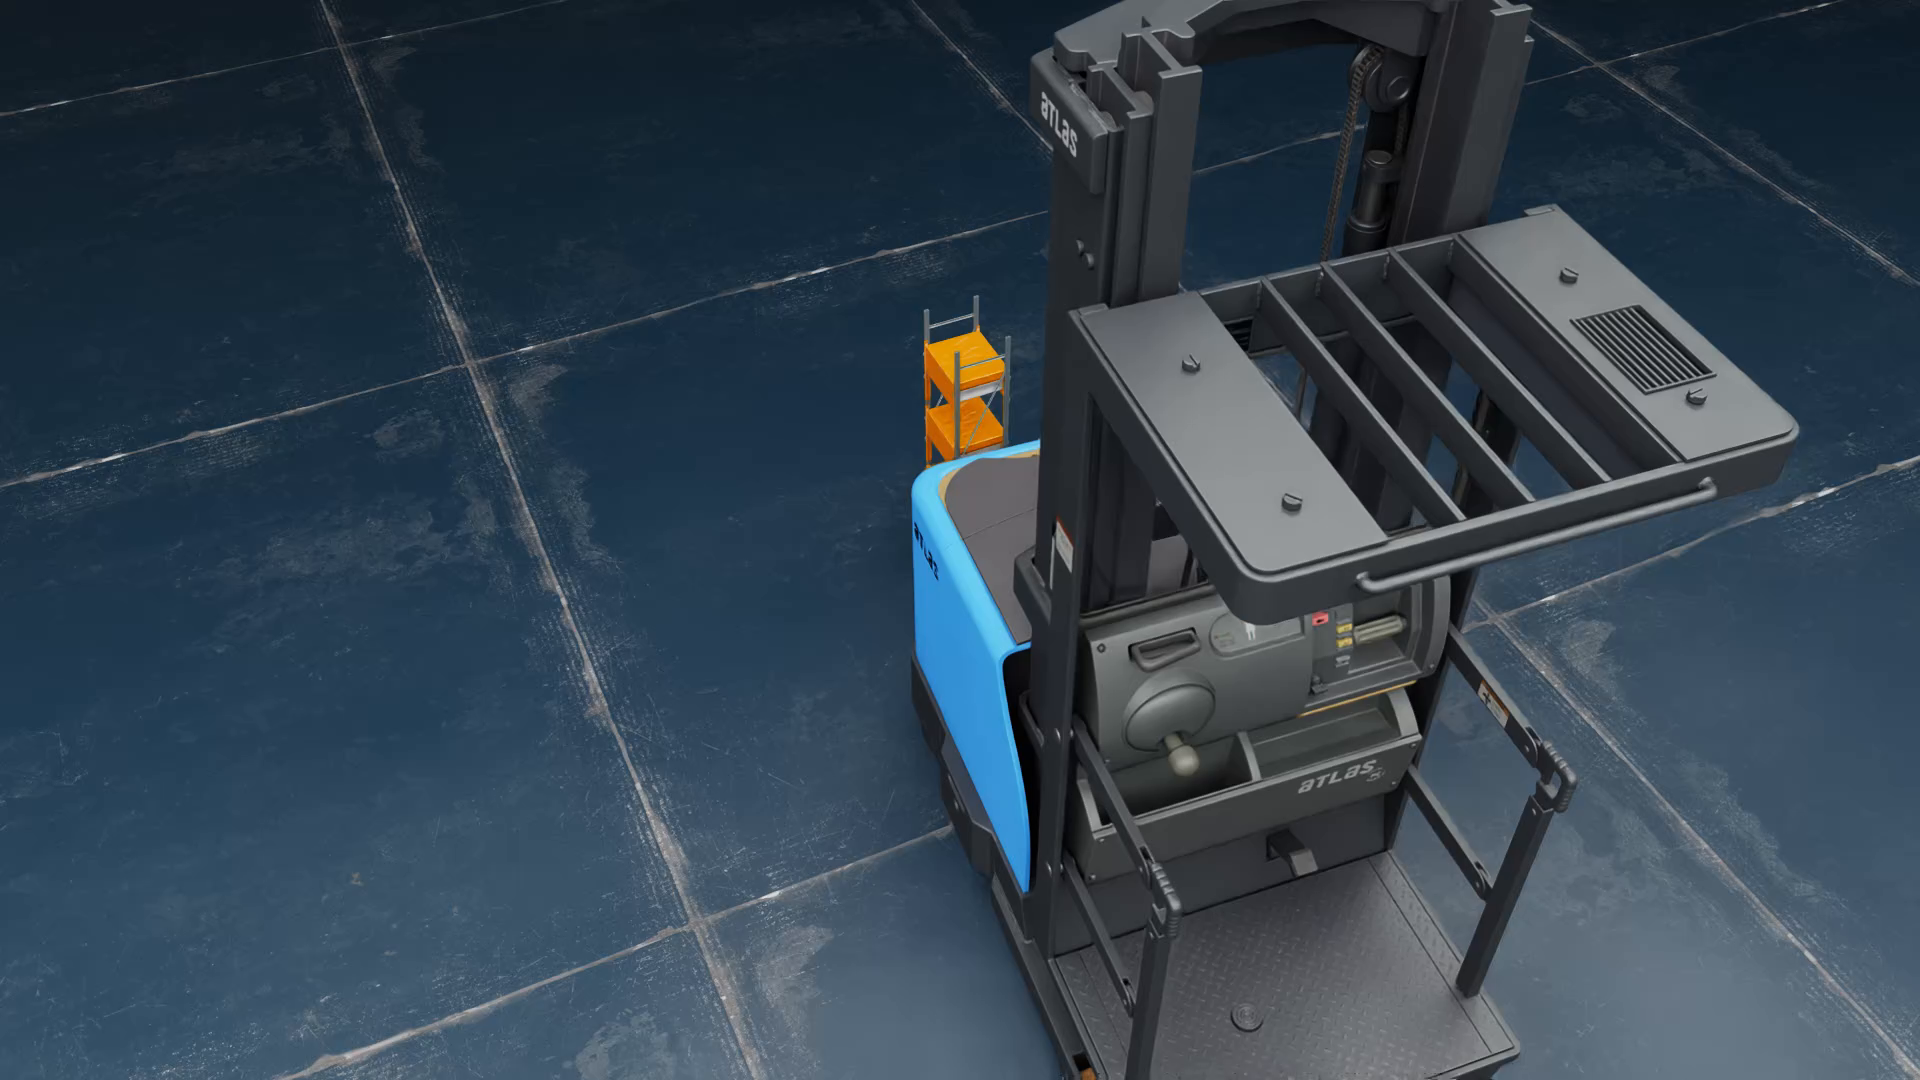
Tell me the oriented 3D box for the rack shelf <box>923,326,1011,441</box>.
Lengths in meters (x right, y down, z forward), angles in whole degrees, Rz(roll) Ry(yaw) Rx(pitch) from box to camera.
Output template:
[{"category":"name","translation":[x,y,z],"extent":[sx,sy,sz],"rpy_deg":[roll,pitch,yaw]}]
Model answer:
[{"category":"rack shelf","translation":[0.022,-0.534,5.655],"extent":[0.215,0.259,0.240],"rpy_deg":[-18,47,-17]}]

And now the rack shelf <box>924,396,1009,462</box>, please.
[{"category":"rack shelf","translation":[0.022,-0.332,5.854],"extent":[0.215,0.259,0.240],"rpy_deg":[-18,47,-17]}]

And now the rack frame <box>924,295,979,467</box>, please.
[{"category":"rack frame","translation":[-0.029,-0.417,5.925],"extent":[0.200,1.050,0.008],"rpy_deg":[-18,47,-17]}]

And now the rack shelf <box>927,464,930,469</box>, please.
[{"category":"rack shelf","translation":[0.022,-0.134,6.049],"extent":[0.215,0.259,0.240],"rpy_deg":[-18,47,-17]}]

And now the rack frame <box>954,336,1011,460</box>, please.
[{"category":"rack frame","translation":[0.074,-0.262,5.768],"extent":[0.200,1.050,0.008],"rpy_deg":[-18,47,-17]}]

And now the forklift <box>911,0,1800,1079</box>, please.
[{"category":"forklift","translation":[0.817,0.371,3.787],"extent":[1.130,2.935,3.031],"rpy_deg":[-14,46,-14]}]

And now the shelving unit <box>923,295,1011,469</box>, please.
[{"category":"shelving unit","translation":[0.022,-0.340,5.847],"extent":[0.215,1.050,0.252],"rpy_deg":[-18,47,-17]}]
